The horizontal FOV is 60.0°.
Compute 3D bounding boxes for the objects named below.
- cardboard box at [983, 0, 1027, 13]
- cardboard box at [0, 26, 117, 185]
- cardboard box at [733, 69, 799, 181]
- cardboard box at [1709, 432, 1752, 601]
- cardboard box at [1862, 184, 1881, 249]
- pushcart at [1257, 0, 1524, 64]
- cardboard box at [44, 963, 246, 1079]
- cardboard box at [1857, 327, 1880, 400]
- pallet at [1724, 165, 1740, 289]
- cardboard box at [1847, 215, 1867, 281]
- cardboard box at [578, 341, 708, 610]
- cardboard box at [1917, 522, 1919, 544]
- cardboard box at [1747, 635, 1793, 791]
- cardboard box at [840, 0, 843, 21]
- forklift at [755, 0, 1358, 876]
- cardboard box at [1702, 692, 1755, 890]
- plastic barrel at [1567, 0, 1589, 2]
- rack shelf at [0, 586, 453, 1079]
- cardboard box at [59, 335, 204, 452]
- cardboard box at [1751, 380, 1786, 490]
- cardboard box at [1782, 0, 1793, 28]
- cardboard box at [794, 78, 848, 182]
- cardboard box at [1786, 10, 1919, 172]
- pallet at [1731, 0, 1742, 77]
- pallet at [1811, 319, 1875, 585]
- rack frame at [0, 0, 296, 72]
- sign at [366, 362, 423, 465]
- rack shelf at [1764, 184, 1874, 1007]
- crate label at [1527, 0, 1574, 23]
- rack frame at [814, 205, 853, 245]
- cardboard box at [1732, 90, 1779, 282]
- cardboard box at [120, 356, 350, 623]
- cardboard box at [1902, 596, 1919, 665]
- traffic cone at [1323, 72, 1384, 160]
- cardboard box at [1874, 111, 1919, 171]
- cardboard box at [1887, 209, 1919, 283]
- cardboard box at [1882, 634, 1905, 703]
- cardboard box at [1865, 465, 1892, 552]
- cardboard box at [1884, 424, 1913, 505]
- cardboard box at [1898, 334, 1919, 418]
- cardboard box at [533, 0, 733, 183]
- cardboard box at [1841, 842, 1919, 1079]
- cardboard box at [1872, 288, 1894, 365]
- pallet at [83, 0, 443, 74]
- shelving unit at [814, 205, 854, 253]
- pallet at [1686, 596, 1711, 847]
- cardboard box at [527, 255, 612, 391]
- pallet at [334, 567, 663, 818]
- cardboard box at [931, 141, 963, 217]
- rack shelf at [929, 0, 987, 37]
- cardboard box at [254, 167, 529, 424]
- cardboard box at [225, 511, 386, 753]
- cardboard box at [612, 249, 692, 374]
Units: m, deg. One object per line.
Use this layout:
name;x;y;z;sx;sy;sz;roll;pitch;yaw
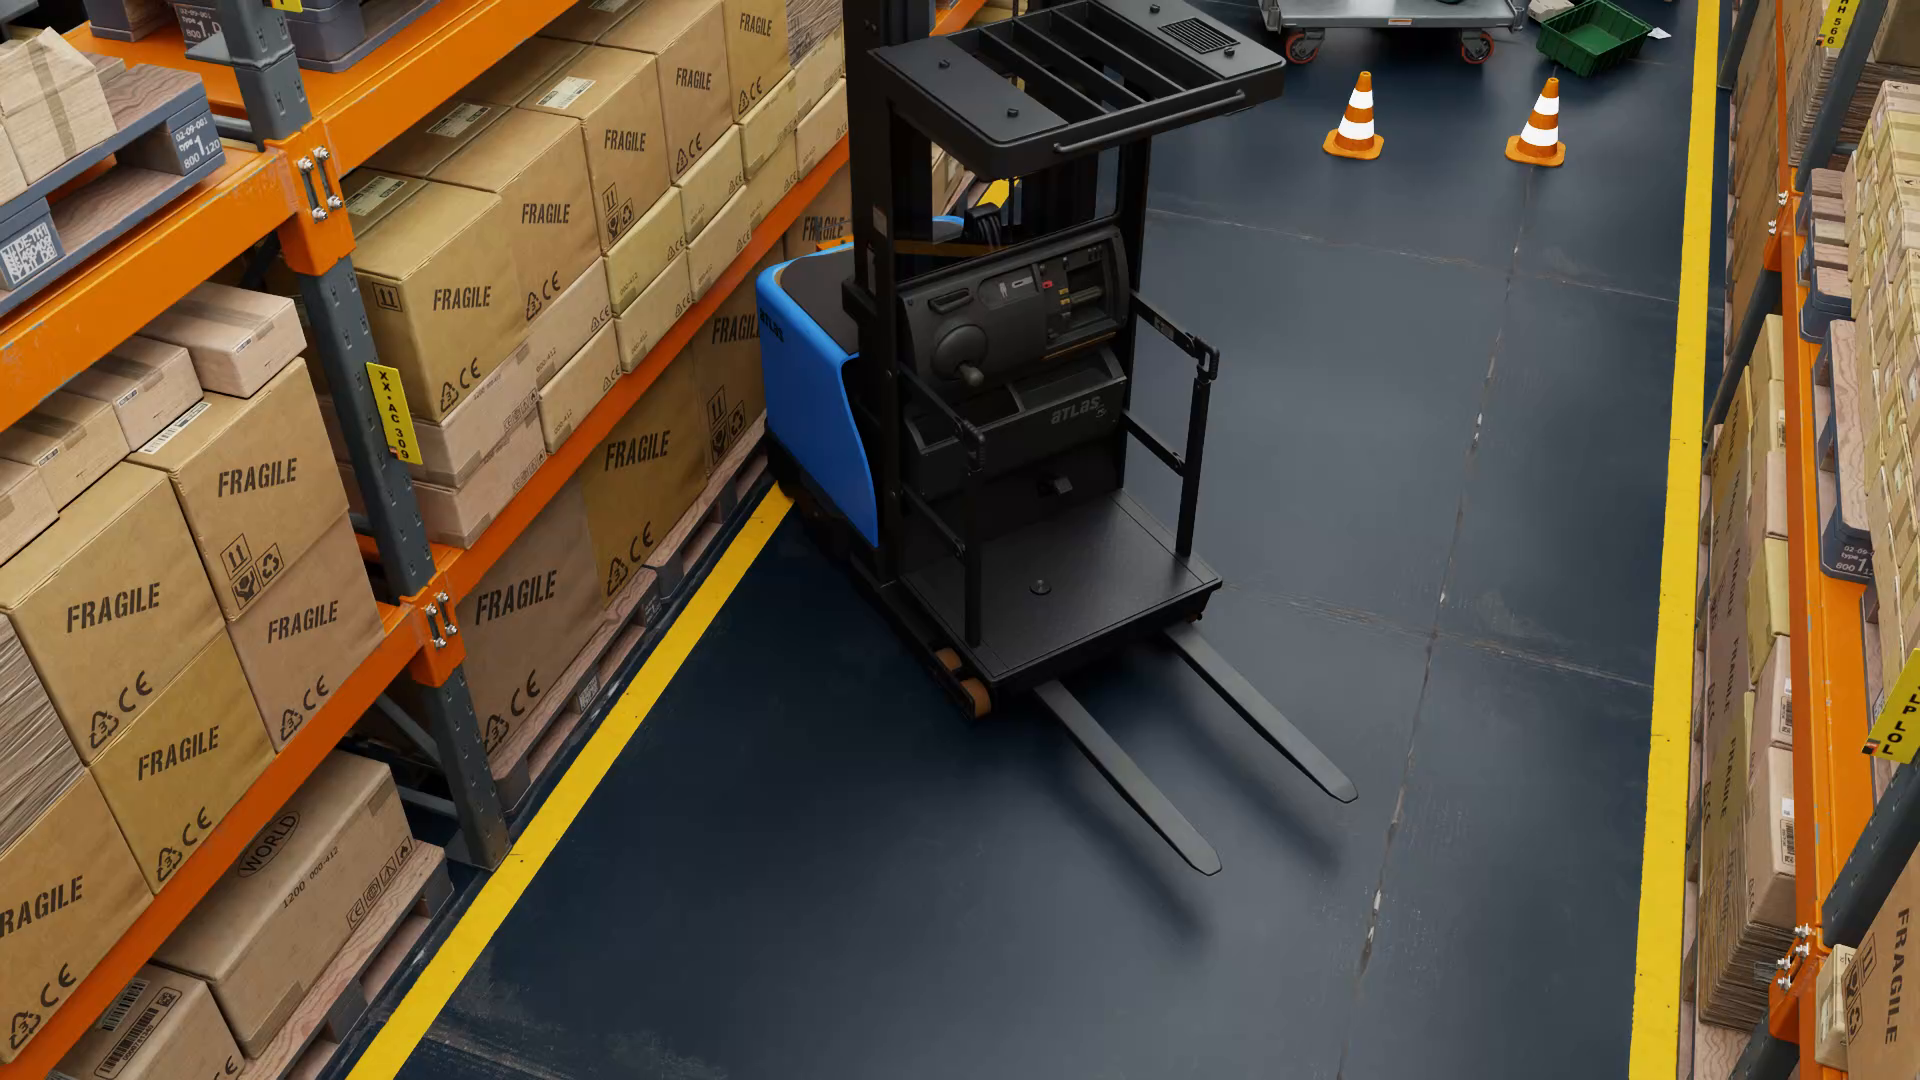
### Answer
cardboard box;0.224;-3.391;10.614;0.950;0.372;0.625;16;43;18
cardboard box;-2.010;-0.938;3.430;0.396;0.266;0.258;15;43;16
cardboard box;-0.979;-1.702;6.664;0.500;0.250;0.500;12;42;14
cardboard box;3.312;-0.040;6.588;0.500;0.500;0.500;14;42;16
cardboard box;3.429;-1.111;5.882;0.380;0.149;0.250;12;42;14
pushcart;2.803;-3.517;11.082;1.648;0.377;0.936;0;40;0
cardboard box;-2.713;1.609;4.703;0.875;0.438;0.875;12;42;14
cardboard box;3.168;-0.541;5.442;0.380;0.149;0.250;14;42;16
pallet;4.721;-1.658;9.031;1.003;0.211;1.213;13;42;15
cardboard box;3.436;-1.021;6.006;0.380;0.149;0.250;15;43;17
cardboard box;-1.654;-0.411;6.734;0.875;0.875;0.875;14;43;16
cardboard box;2.729;0.026;4.320;0.380;0.149;0.250;12;42;14
cardboard box;2.799;0.611;5.247;0.500;0.250;0.500;15;43;17
cardboard box;-0.655;-2.596;7.134;0.500;0.500;0.500;12;42;14
forklift;0.328;-0.768;5.891;1.130;2.935;3.031;-22;45;-23
cardboard box;2.786;0.897;5.490;0.500;0.500;0.500;12;42;14
plastic barrel;4.276;-4.006;11.619;0.421;0.421;0.512;-21;45;-22
rack shelf;-2.776;1.383;3.873;1.077;0.370;4.000;13;42;15
cardboard box;-2.091;-0.381;4.038;0.380;0.149;0.250;14;43;16
cardboard box;3.325;-0.332;6.352;0.500;0.250;0.500;13;42;15
cardboard box;4.378;-2.808;8.153;0.500;0.500;0.500;14;42;16
cardboard box;-0.813;-1.812;7.179;0.500;0.250;0.500;14;42;16
cardboard box;3.864;-1.886;7.072;0.500;0.500;0.500;13;42;15
pallet;5.663;-3.339;11.001;1.003;0.211;1.213;13;42;15
pallet;3.323;-0.224;5.349;1.003;0.211;1.213;13;42;15
rack frame;-2.092;-2.393;3.122;1.000;3.000;0.127;13;42;15
sign;-1.570;-0.348;4.619;0.100;0.325;0.005;13;42;15
rack shelf;3.278;-0.020;5.517;1.077;0.370;4.000;13;42;15
crate label;4.053;-3.628;11.396;0.298;0.136;0.250;-13;42;-15
rack frame;-0.554;-1.055;7.677;0.200;1.050;0.008;-22;45;-24
cardboard box;4.550;-1.703;8.345;1.050;0.750;0.750;14;42;16
cardboard box;-1.994;-0.180;4.303;0.500;0.500;0.500;13;42;15
cardboard box;2.634;0.301;4.227;0.380;0.149;0.250;14;42;15
traffic cone;2.376;-2.559;9.893;0.336;0.463;0.334;13;42;15
cardboard box;3.532;-1.401;5.992;0.380;0.149;0.250;12;42;14
cardboard box;3.263;-0.925;5.435;0.380;0.149;0.250;15;43;17
cardboard box;2.632;0.417;4.320;0.380;0.149;0.250;14;42;15
cardboard box;2.895;-0.058;4.877;0.380;0.149;0.250;12;42;13
cardboard box;2.901;-0.176;4.785;0.380;0.149;0.250;11;42;13
cardboard box;2.994;-0.447;4.875;0.380;0.149;0.250;11;42;13
cardboard box;-1.179;-1.672;6.052;0.500;0.500;0.500;13;42;14
cardboard box;2.188;1.021;3.436;0.500;0.500;0.500;13;42;14
cardboard box;3.169;-0.655;5.347;0.380;0.149;0.250;13;42;15
pallet;-1.825;-1.749;4.826;0.805;0.209;1.217;12;42;13
shelving unit;-0.490;-0.987;7.598;0.215;1.050;0.252;-22;45;-24
pallet;3.274;0.765;6.191;1.003;0.211;1.213;13;42;15
cardboard box;-1.525;-0.774;5.577;0.500;0.250;0.500;14;42;16
pallet;-1.899;0.463;6.545;1.003;0.211;1.213;13;42;15
cardboard box;-0.522;-2.053;9.046;0.950;0.372;0.625;11;42;12
rack shelf;-0.040;-3.497;9.592;1.077;0.370;4.000;13;42;15
cardboard box;-1.671;-0.734;4.952;0.500;0.500;0.500;14;42;16
cardboard box;-2.011;0.191;4.638;0.500;0.500;0.500;14;42;15
cardboard box;-1.328;-0.889;6.096;0.500;0.250;0.500;13;42;15
